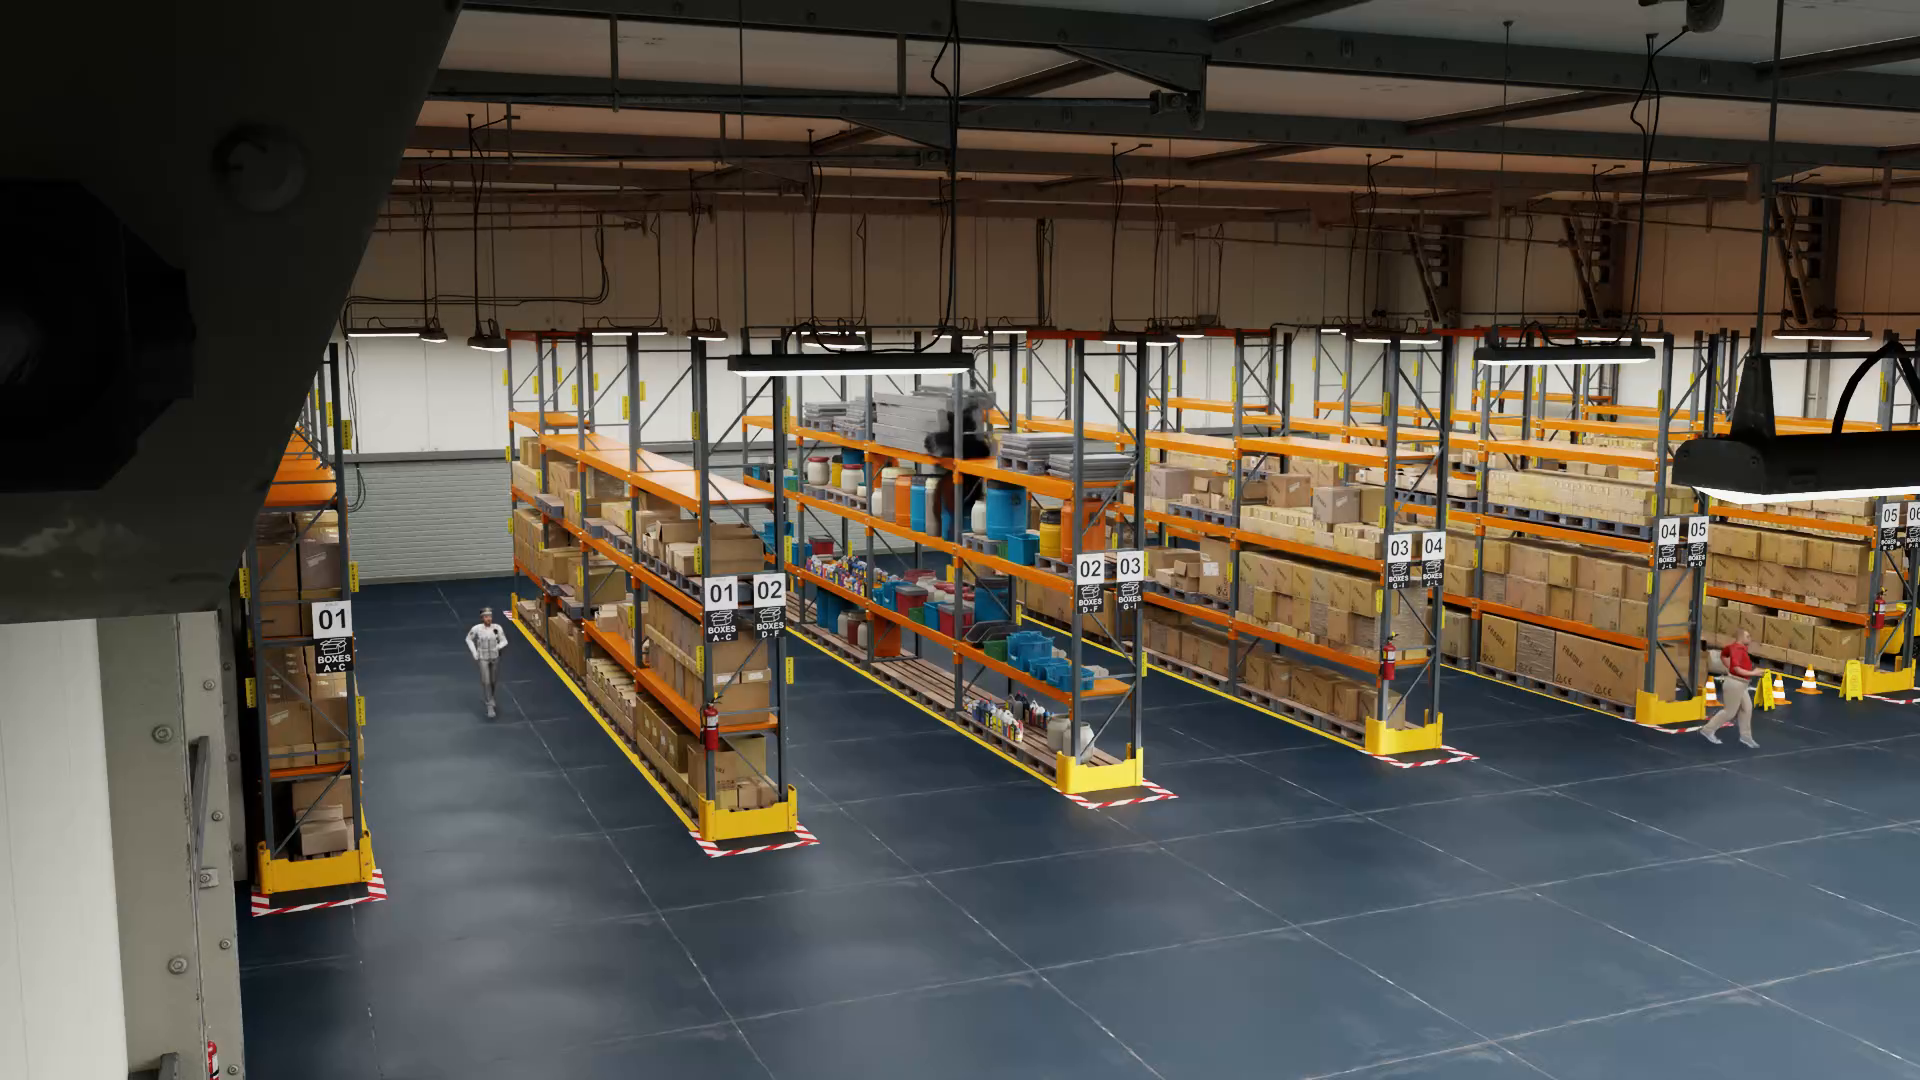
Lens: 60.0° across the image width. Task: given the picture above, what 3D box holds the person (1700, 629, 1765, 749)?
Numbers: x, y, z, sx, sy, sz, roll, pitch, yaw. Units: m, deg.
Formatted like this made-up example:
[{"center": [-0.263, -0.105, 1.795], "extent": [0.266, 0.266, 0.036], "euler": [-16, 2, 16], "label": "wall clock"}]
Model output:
[{"center": [11.343, 2.181, 24.355], "extent": [0.818, 1.789, 0.682], "euler": [4, 9, 25], "label": "person"}]

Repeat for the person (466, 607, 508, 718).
[{"center": [-7.496, 1.903, 26.432], "extent": [0.612, 1.716, 0.778], "euler": [-4, 9, -26], "label": "person"}]

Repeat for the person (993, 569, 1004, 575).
[{"center": [0.713, 1.306, 31.147], "extent": [0.567, 1.623, 0.568], "euler": [-5, 9, -34], "label": "person"}]
